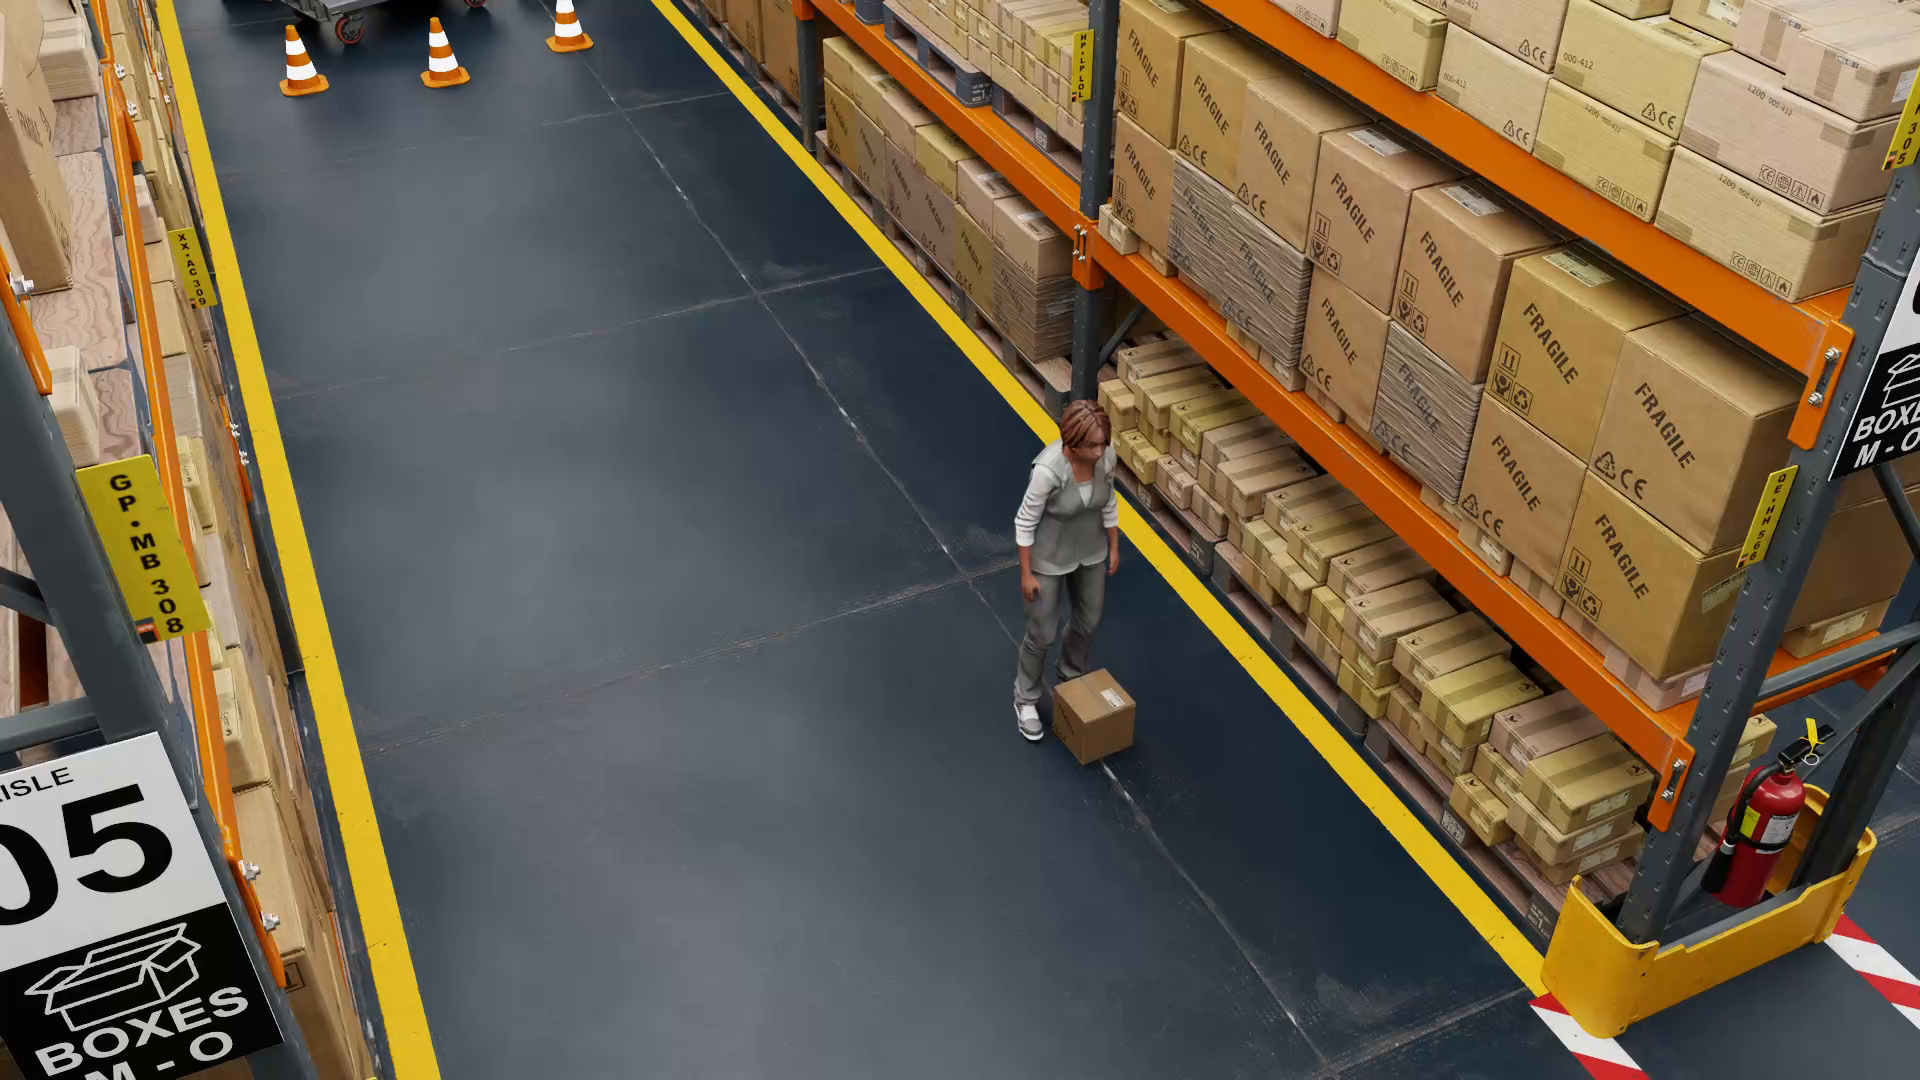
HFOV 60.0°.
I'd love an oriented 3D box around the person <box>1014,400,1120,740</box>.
[{"bbox_3d":[0.435,0.091,6.744,0.476,1.593,0.349,-18,41,-21],"label":"person"}]
